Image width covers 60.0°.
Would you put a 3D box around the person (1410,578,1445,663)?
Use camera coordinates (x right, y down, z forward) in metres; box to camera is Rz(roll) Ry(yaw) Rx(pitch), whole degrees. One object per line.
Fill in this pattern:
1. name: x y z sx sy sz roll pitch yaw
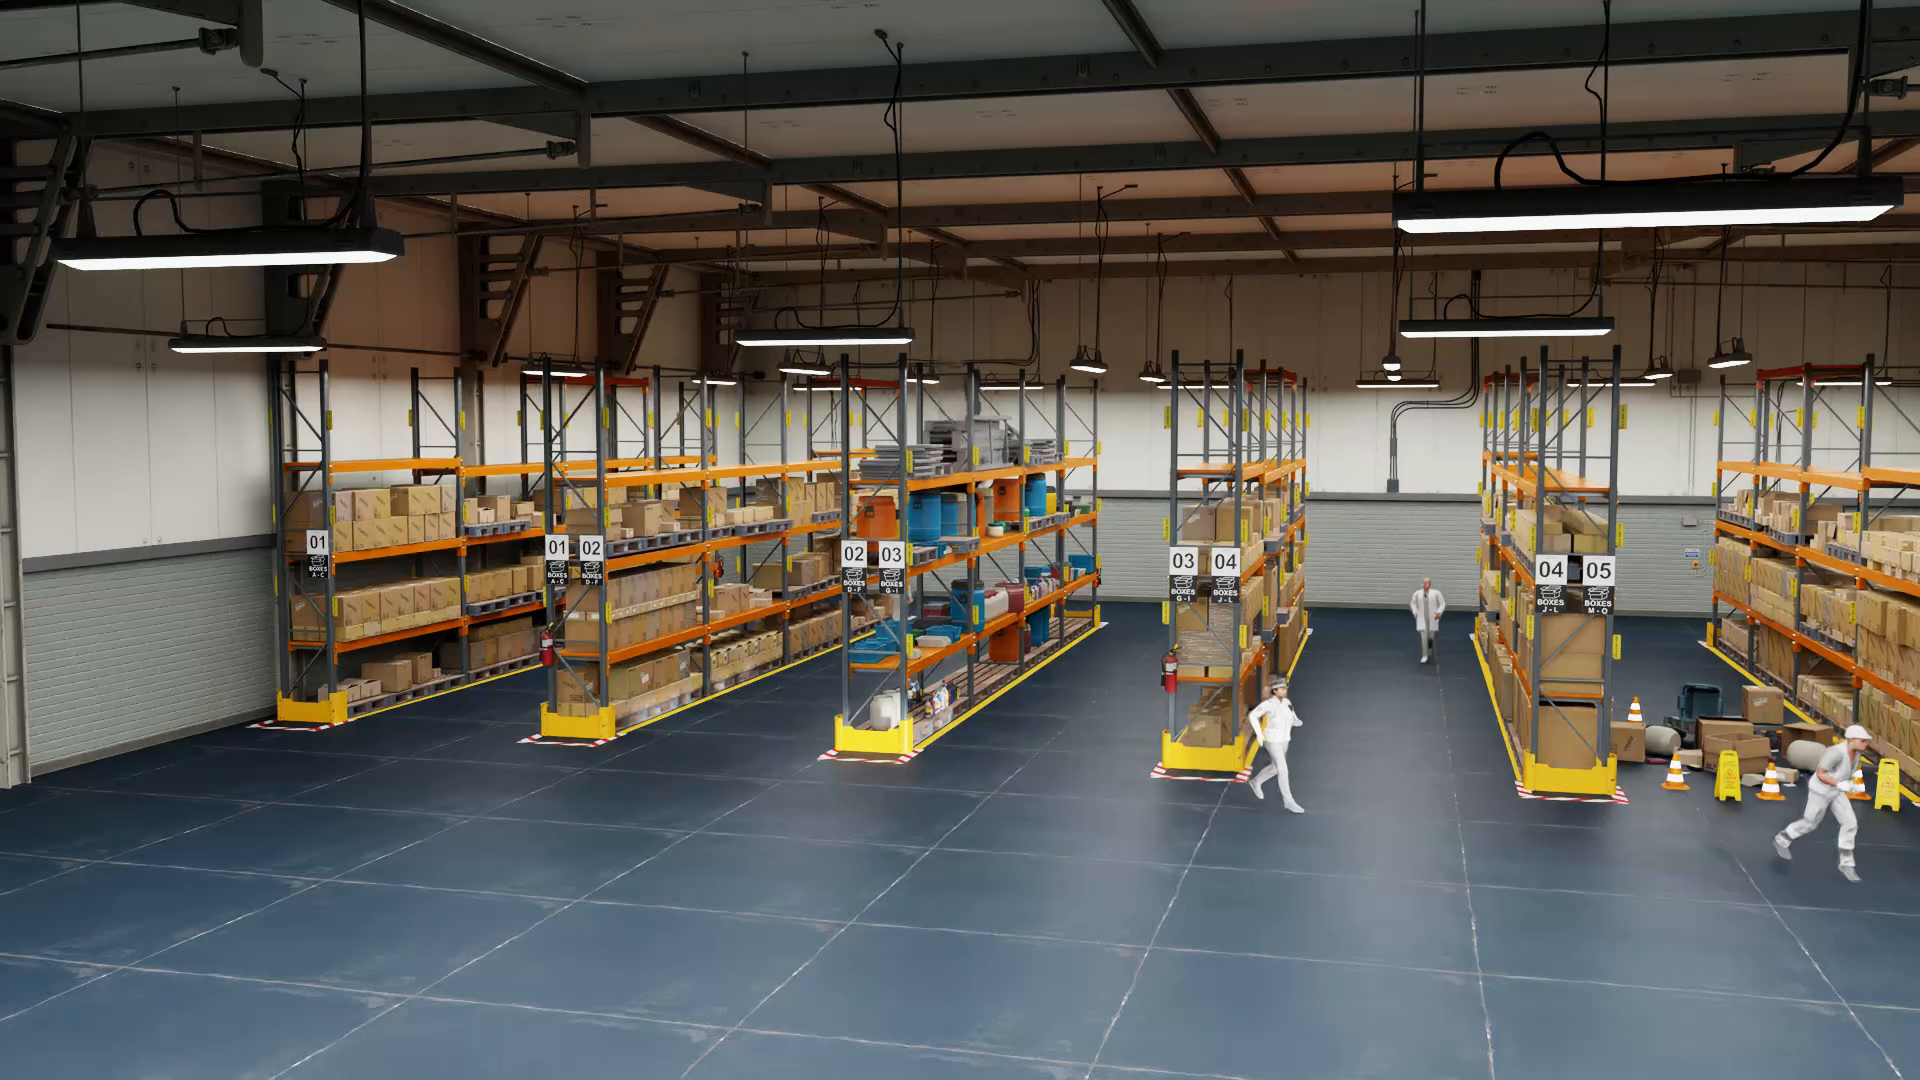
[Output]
1. person: 9.711 1.656 34.561 0.708 1.751 0.646 2 4 22

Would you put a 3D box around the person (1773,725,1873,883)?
1. person: 9.543 2.851 18.409 0.703 1.731 1.060 -3 5 -34

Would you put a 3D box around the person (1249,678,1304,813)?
1. person: 4.060 2.595 21.372 0.608 1.679 0.942 -3 5 -39

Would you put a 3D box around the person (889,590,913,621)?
1. person: -1.290 1.596 35.996 0.563 1.666 0.801 1 4 14
